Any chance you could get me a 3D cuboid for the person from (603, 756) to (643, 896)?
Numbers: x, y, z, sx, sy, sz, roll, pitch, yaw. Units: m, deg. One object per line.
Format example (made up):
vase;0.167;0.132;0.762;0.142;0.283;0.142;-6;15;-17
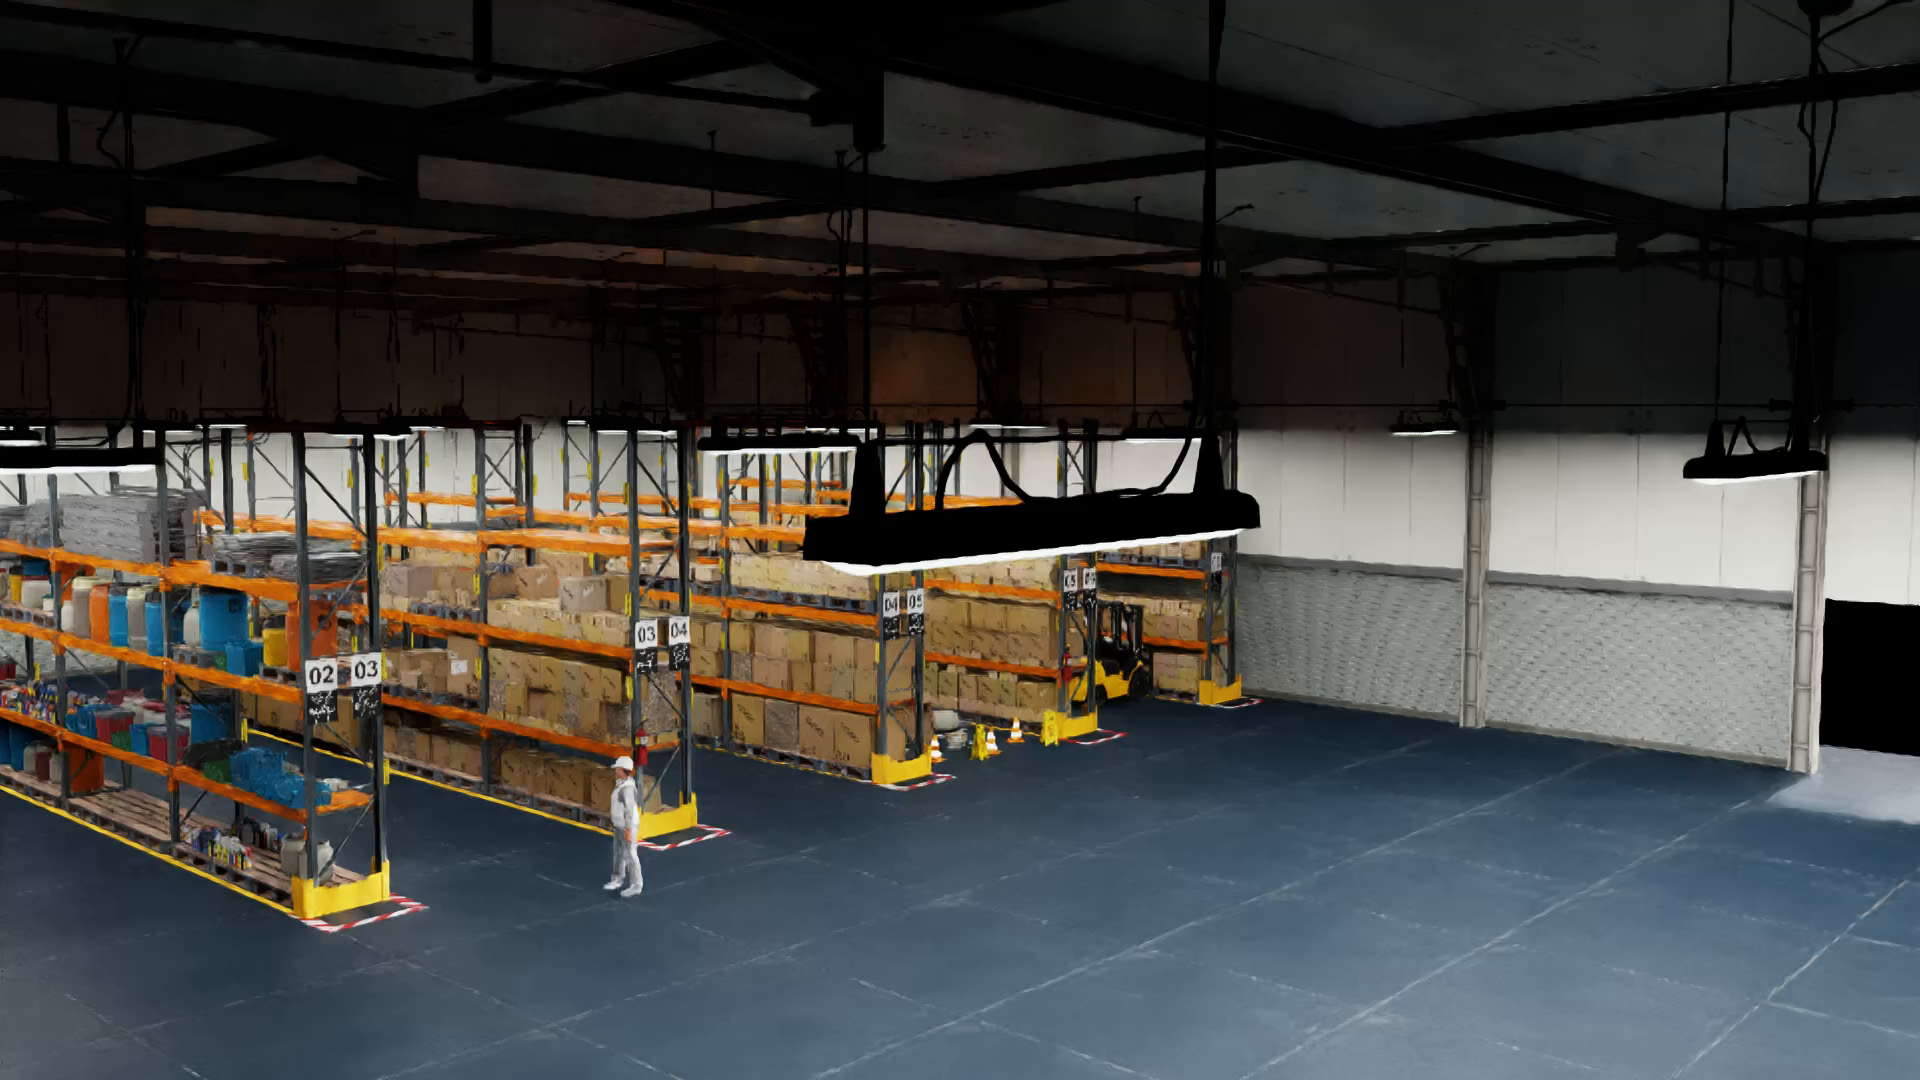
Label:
person;-4.372;3.676;21.503;0.494;1.775;0.574;-2;5;-18
